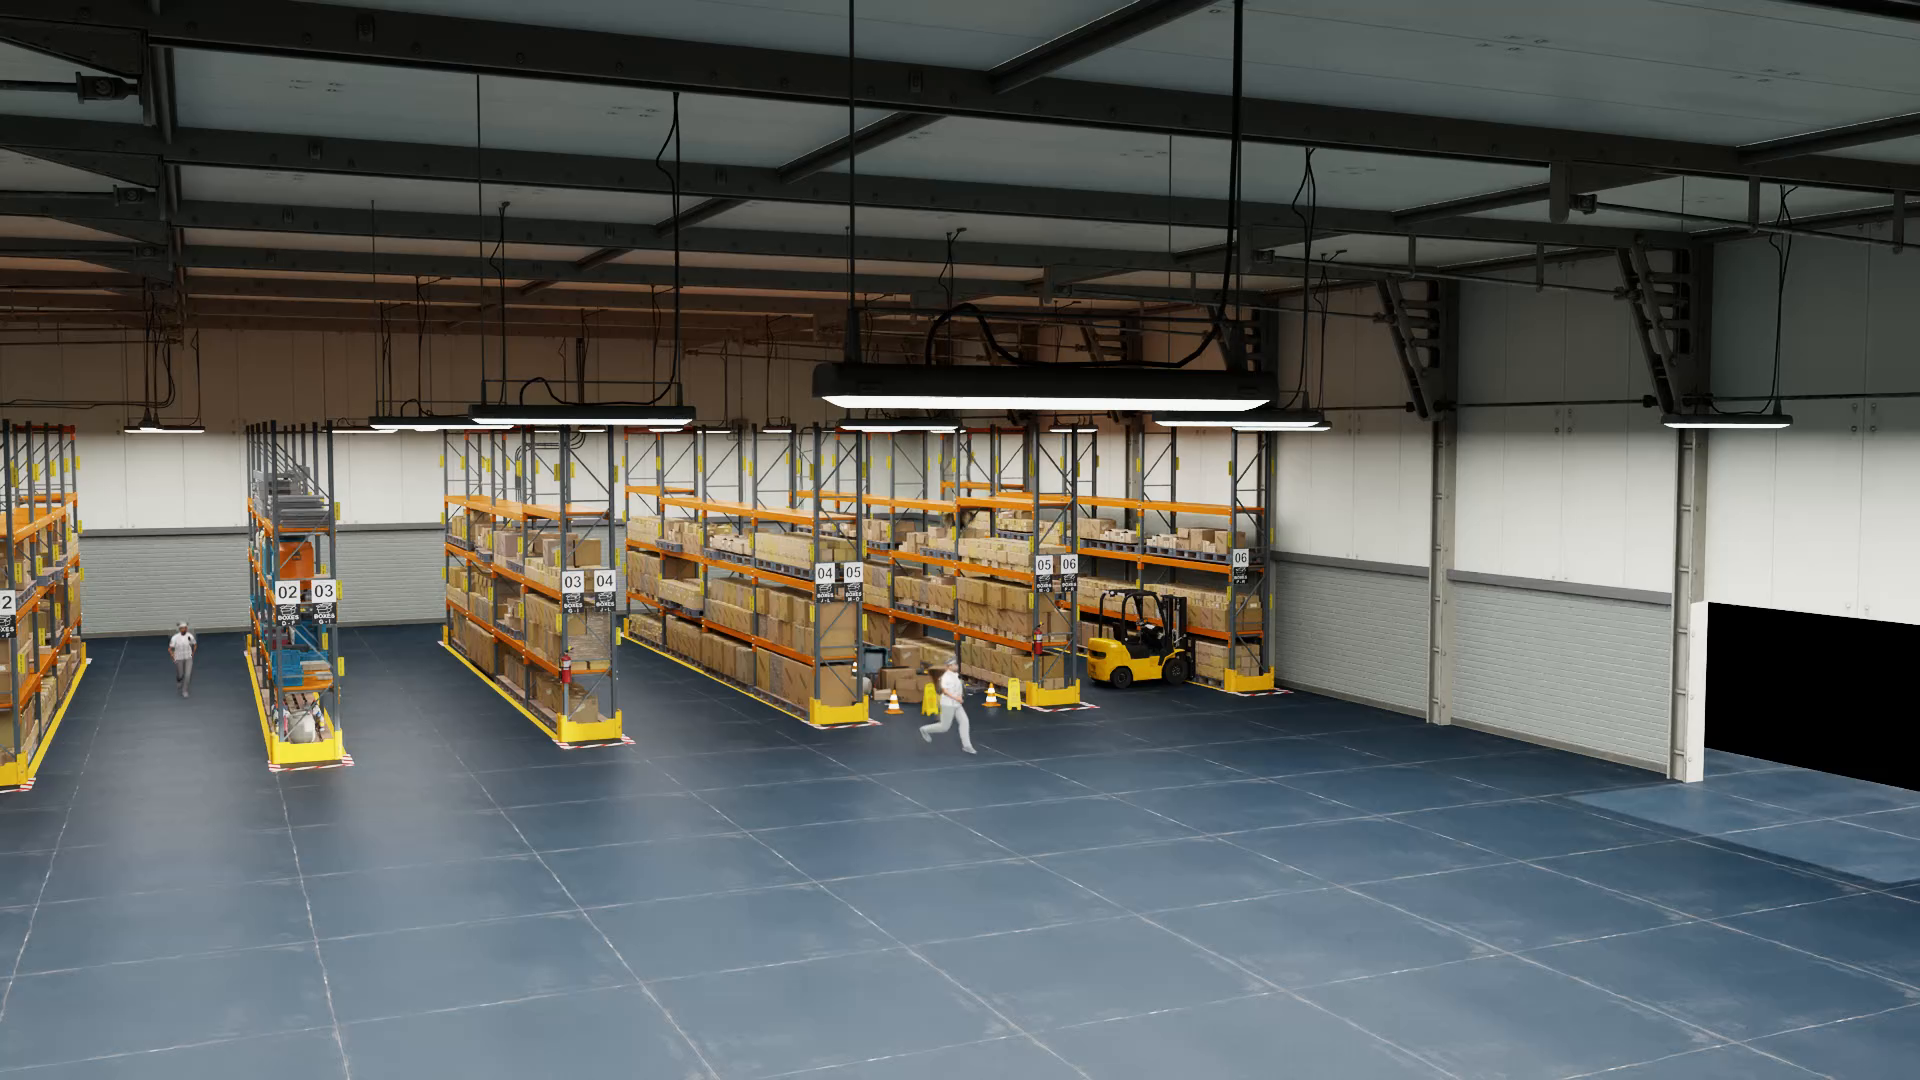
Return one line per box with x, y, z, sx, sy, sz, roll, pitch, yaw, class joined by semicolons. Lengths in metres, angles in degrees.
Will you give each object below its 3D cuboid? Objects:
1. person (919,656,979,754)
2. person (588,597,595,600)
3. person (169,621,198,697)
-0.191;2.986;30.056;1.097;1.790;0.634;1;4;21;person
-9.990;2.081;45.644;0.565;1.615;0.760;-1;4;-22;person
-17.130;2.617;36.699;0.582;1.660;0.578;-2;4;-31;person
